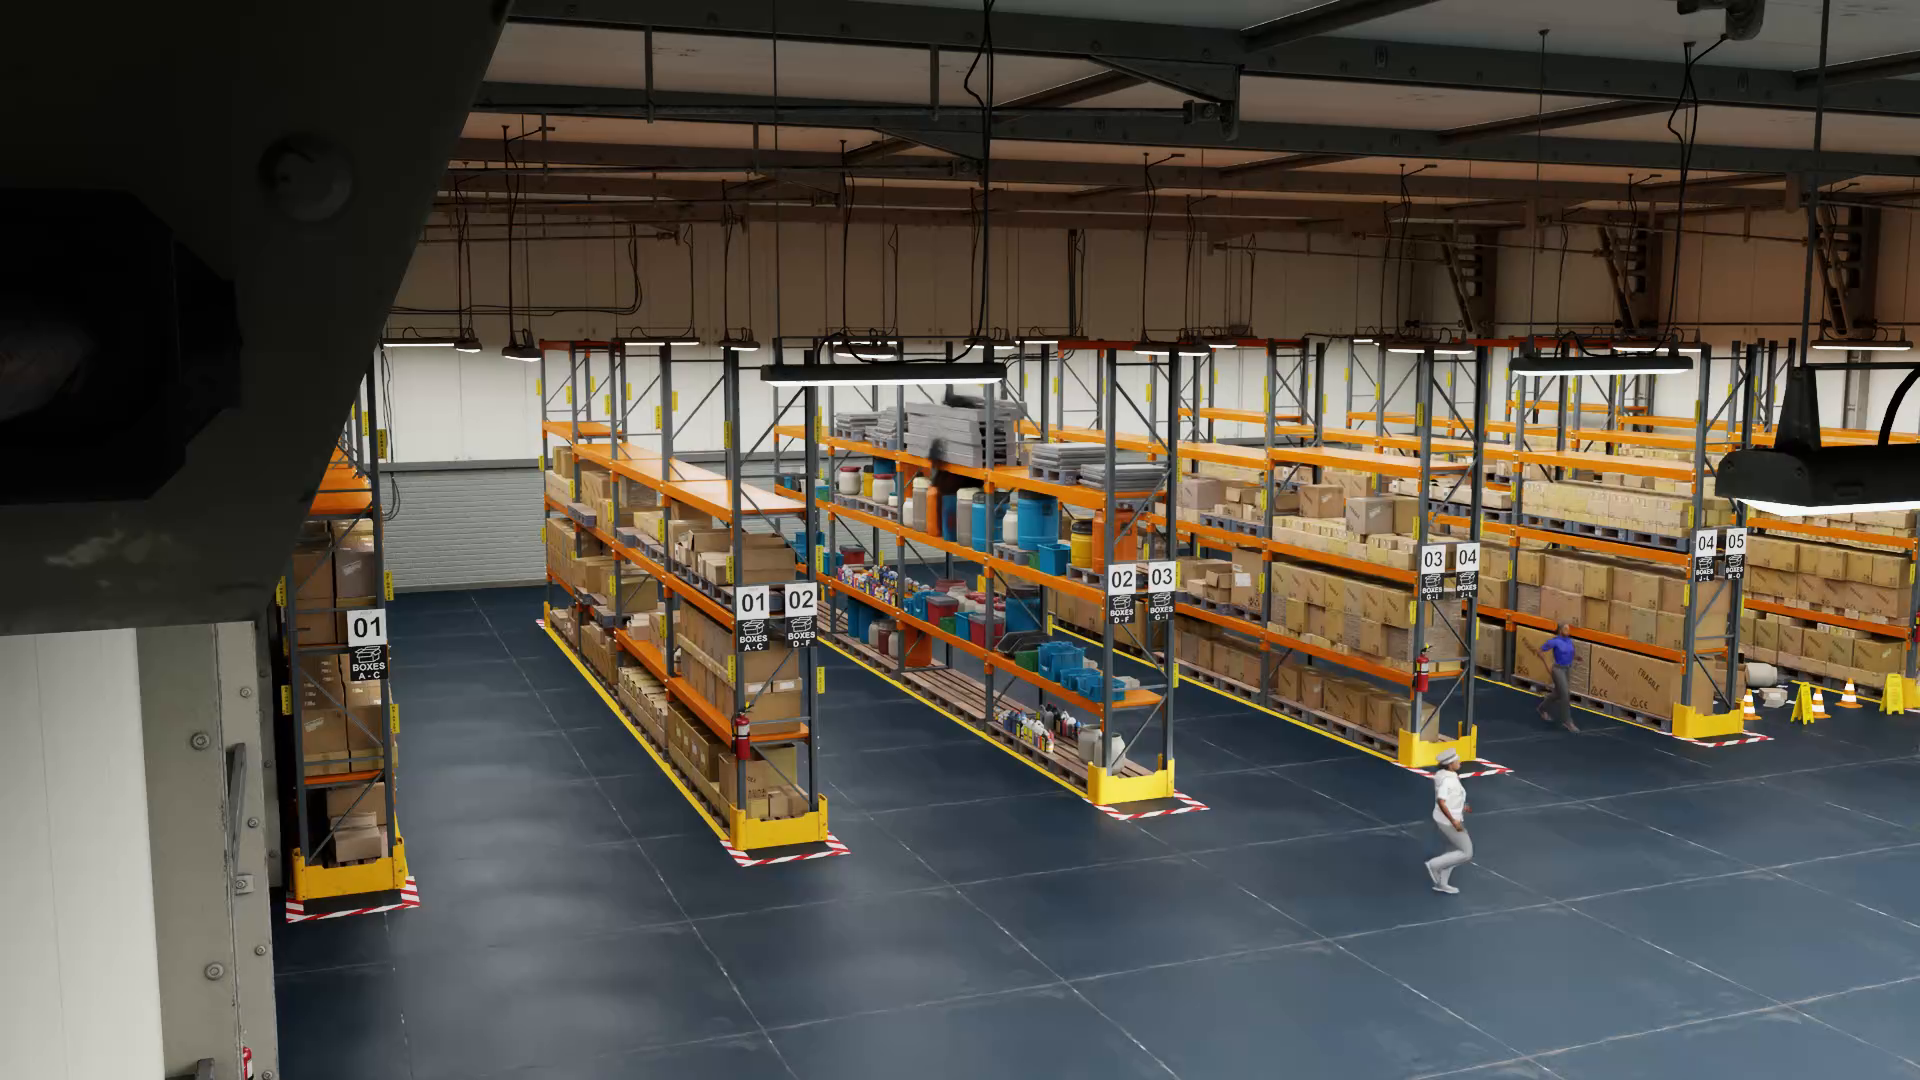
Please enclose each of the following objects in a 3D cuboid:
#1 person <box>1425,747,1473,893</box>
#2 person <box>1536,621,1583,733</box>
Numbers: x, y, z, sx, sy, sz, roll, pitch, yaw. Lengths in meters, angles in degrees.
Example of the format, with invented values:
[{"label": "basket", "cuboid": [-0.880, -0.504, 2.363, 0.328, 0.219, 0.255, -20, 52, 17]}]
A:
[{"label": "person", "cuboid": [5.456, 3.123, 18.518, 0.555, 1.660, 0.581, 0, 7, 2]}, {"label": "person", "cuboid": [9.419, 2.113, 26.075, 0.566, 1.687, 0.841, -5, 9, -35]}]
